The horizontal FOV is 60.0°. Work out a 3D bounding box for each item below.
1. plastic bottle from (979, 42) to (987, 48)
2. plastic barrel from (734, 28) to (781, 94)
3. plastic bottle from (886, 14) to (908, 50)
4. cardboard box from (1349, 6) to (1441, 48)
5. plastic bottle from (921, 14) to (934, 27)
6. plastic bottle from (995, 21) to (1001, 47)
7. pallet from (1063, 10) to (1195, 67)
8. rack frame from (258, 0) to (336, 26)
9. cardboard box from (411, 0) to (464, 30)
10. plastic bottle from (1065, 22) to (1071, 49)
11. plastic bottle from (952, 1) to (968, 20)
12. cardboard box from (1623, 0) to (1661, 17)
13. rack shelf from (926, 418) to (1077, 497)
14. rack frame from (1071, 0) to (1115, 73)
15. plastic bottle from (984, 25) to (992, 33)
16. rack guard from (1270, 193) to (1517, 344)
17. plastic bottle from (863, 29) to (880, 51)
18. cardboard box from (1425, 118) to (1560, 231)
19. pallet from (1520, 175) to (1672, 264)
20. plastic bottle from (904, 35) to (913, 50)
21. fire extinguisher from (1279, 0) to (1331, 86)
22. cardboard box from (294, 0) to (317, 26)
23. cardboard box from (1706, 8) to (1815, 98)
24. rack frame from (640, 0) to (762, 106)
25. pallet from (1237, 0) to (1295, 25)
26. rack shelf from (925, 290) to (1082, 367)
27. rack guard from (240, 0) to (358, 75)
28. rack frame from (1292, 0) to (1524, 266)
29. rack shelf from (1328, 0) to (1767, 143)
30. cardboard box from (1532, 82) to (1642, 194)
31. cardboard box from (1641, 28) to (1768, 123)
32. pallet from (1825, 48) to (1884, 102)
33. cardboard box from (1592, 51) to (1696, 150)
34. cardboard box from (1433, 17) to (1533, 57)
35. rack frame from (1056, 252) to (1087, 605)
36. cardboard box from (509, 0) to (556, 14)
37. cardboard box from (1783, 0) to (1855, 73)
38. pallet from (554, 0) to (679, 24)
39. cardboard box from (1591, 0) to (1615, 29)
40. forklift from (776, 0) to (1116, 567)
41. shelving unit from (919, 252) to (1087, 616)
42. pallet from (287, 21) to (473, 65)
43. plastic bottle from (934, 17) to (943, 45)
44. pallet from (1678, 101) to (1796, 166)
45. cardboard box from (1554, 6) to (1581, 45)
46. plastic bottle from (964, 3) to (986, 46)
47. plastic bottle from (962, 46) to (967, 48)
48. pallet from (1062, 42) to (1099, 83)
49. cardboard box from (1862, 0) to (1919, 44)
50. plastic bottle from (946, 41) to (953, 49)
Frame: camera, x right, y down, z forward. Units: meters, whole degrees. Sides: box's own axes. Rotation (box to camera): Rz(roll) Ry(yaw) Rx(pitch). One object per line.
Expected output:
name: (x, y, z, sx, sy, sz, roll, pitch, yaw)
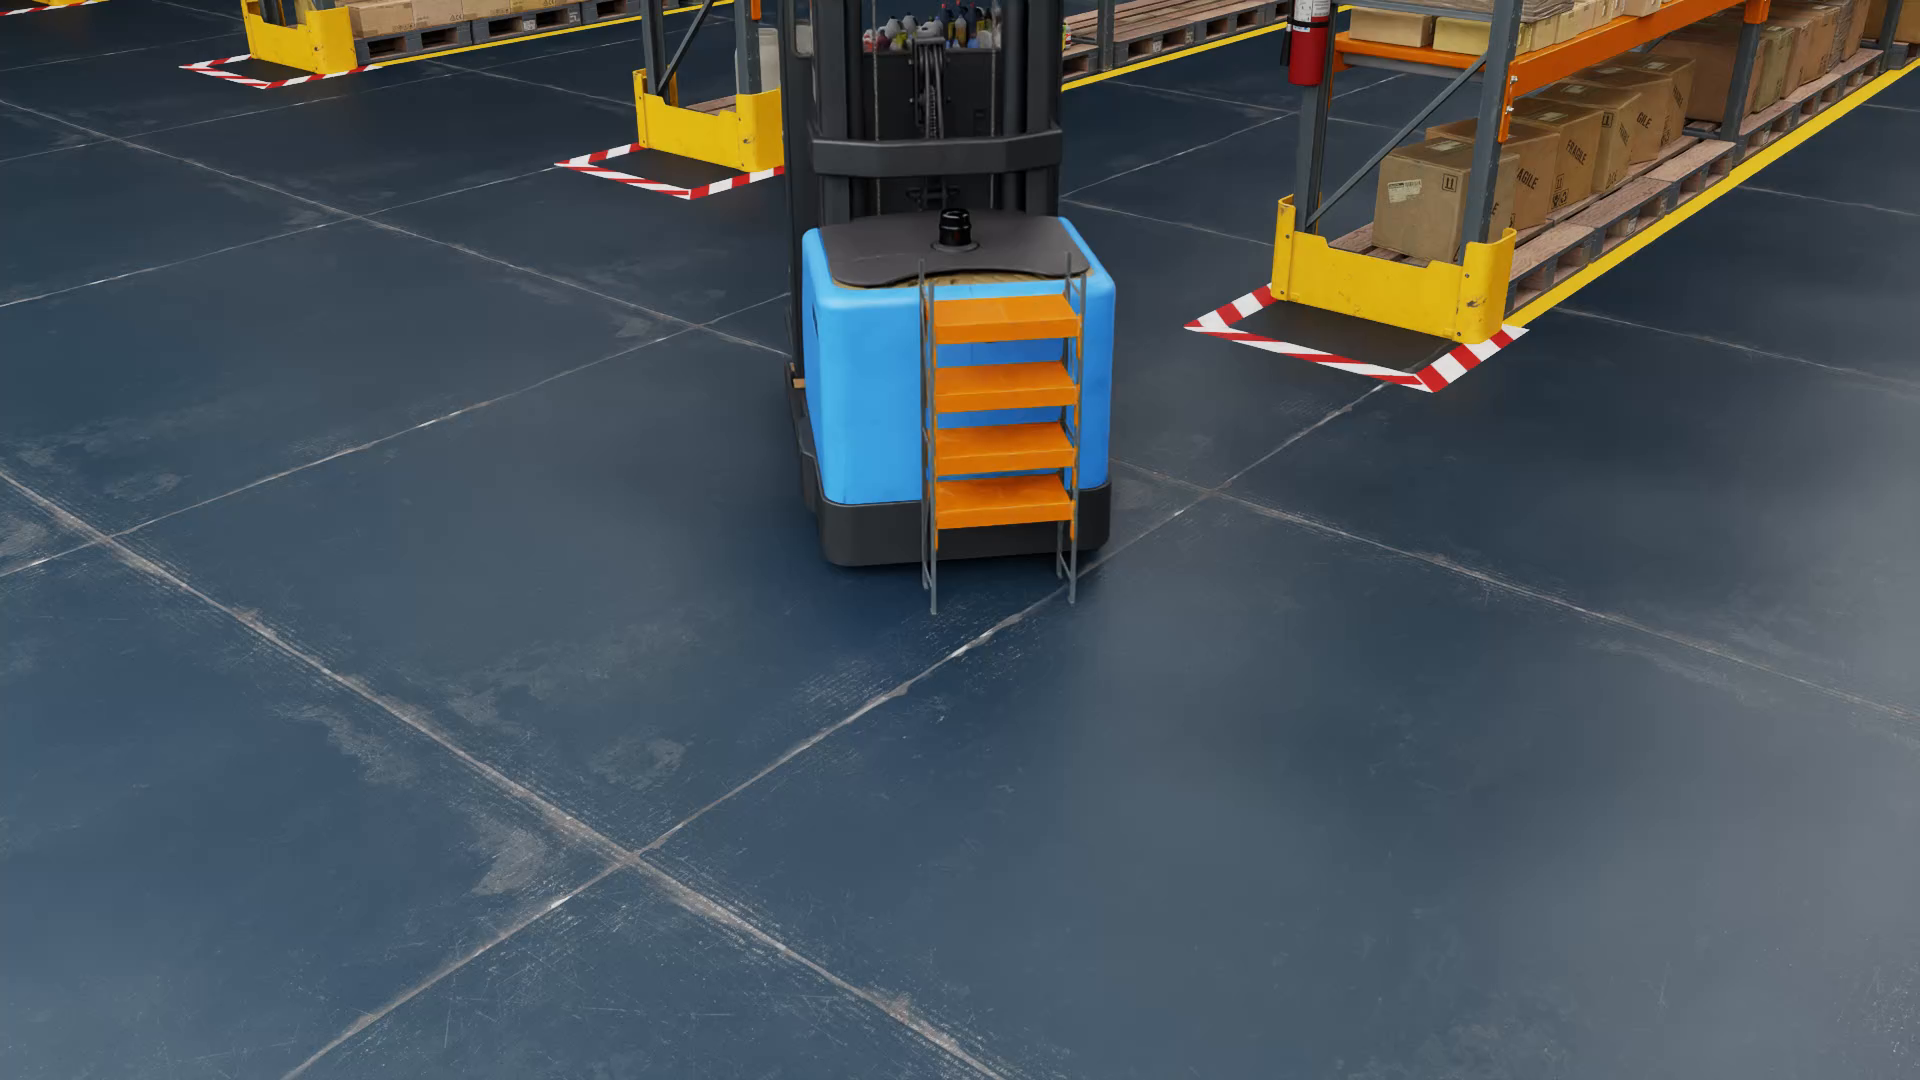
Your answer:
plastic bottle: (0.163, -3.693, 12.691, 0.097, 0.201, 0.097, 0, 27, 0)
plastic barrel: (-1.347, -3.261, 11.540, 0.421, 0.512, 0.421, 0, 27, 0)
plastic bottle: (-0.504, -3.912, 12.953, 0.144, 0.351, 0.185, 22, 35, 36)
cardboard box: (2.138, -2.526, 8.142, 0.380, 0.149, 0.250, 21, 34, 34)
plastic bottle: (-0.253, -4.053, 13.297, 0.061, 0.283, 0.133, 23, 35, 37)
plastic bottle: (0.323, -3.866, 12.862, 0.144, 0.351, 0.185, 21, 34, 34)
pallet: (1.308, -4.393, 14.513, 1.003, 0.211, 1.213, 21, 34, 34)
rack frame: (-5.526, -5.373, 13.371, 1.000, 3.000, 0.127, 21, 34, 34)
cardboard box: (-4.698, -4.642, 14.493, 0.500, 0.250, 0.500, 21, 34, 34)
plastic bottle: (0.848, -4.075, 13.429, 0.097, 0.201, 0.097, 0, 27, 0)
plastic bottle: (0.004, -4.196, 13.501, 0.144, 0.351, 0.185, 22, 34, 36)
cardboard box: (3.510, -2.900, 8.864, 0.380, 0.149, 0.250, 21, 34, 34)
rack shelf: (0.134, -0.283, 5.637, 0.480, 0.148, 0.258, -4, 28, -8)
rack frame: (0.838, -5.342, 13.312, 1.000, 3.000, 0.127, 21, 34, 34)
plastic bottle: (0.228, -3.857, 12.918, 0.061, 0.283, 0.133, 21, 34, 34)
rack guard: (2.164, -1.393, 8.399, 1.175, 0.500, 0.348, 21, 34, 34)
plastic bottle: (-0.695, -3.770, 12.759, 0.152, 0.276, 0.135, 21, 34, 35)
cardboard box: (2.880, -1.991, 9.098, 0.500, 0.500, 0.500, -18, 32, -31)
pallet: (3.484, -1.973, 9.834, 1.003, 0.211, 1.213, 21, 34, 34)
plastic bottle: (-0.383, -3.826, 12.949, 0.097, 0.201, 0.097, 0, 27, 0)
fire extinguisher: (1.687, -2.536, 7.972, 0.296, 0.674, 0.183, 21, 34, 34)
cardboard box: (-5.413, -4.615, 14.441, 0.500, 0.250, 0.500, 21, 34, 34)
cardboard box: (5.741, -3.553, 12.096, 0.700, 0.500, 0.500, 18, 32, 30)
rack frame: (-1.706, -3.924, 10.570, 1.000, 3.000, 0.127, 21, 34, 34)
pallet: (2.860, -5.258, 16.185, 1.003, 0.211, 1.213, 21, 34, 34)
rack shelf: (0.134, -0.692, 5.426, 0.480, 0.148, 0.258, -4, 28, -8)
rack guard: (-5.541, -4.254, 13.929, 1.175, 0.500, 0.348, 21, 34, 34)
rack frame: (2.116, -2.476, 7.772, 1.000, 3.000, 0.127, 21, 34, 34)
rack shelf: (3.388, -2.866, 9.308, 1.077, 0.370, 4.000, 21, 34, 34)
cardboard box: (3.682, -2.392, 9.873, 0.500, 0.500, 0.500, 17, 32, 30)
cardboard box: (5.067, -3.191, 11.396, 0.700, 0.500, 0.500, 18, 32, 31)
pallet: (6.706, -3.798, 13.361, 1.003, 0.211, 1.213, 21, 34, 34)
cardboard box: (4.375, -2.841, 10.740, 0.500, 0.500, 0.500, 20, 33, 33)
cardboard box: (2.481, -2.396, 7.891, 0.380, 0.149, 0.250, 21, 34, 34)
rack frame: (0.374, -0.361, 5.641, 0.015, 1.200, 0.240, -4, 28, -8)
cardboard box: (-4.058, -4.995, 15.176, 0.500, 0.250, 0.500, 21, 34, 34)
cardboard box: (6.451, -3.954, 12.871, 0.700, 0.500, 0.500, 18, 32, 30)
pallet: (-3.520, -5.283, 16.232, 1.003, 0.211, 1.213, 21, 34, 34)
cardboard box: (3.133, -2.745, 8.564, 0.380, 0.149, 0.250, 21, 34, 34)
forklift: (-0.187, -1.860, 6.656, 1.130, 2.935, 3.031, -4, 28, -8)
shelving unit: (0.134, -0.343, 5.606, 0.503, 1.200, 0.258, -4, 28, -8)
pallet: (-5.072, -4.418, 14.560, 1.003, 0.211, 1.213, 21, 34, 34)
plastic bottle: (-0.180, -4.031, 13.268, 0.097, 0.271, 0.097, 0, 27, 0)
pallet: (5.154, -2.932, 11.689, 1.003, 0.211, 1.213, 21, 34, 34)
cardboard box: (2.825, -2.563, 8.214, 0.380, 0.149, 0.250, 21, 34, 34)
plastic bottle: (0.116, -4.154, 13.419, 0.144, 0.351, 0.185, 21, 34, 34)
plastic bottle: (0.032, -3.620, 12.550, 0.097, 0.201, 0.097, 0, 27, 0)
pallet: (0.379, -3.878, 13.516, 1.003, 0.211, 1.213, 21, 34, 34)
cardboard box: (7.659, -4.794, 14.108, 1.225, 0.875, 0.875, 19, 33, 32)
plastic bottle: (-0.094, -3.581, 12.398, 0.097, 0.271, 0.097, 0, 27, 0)
